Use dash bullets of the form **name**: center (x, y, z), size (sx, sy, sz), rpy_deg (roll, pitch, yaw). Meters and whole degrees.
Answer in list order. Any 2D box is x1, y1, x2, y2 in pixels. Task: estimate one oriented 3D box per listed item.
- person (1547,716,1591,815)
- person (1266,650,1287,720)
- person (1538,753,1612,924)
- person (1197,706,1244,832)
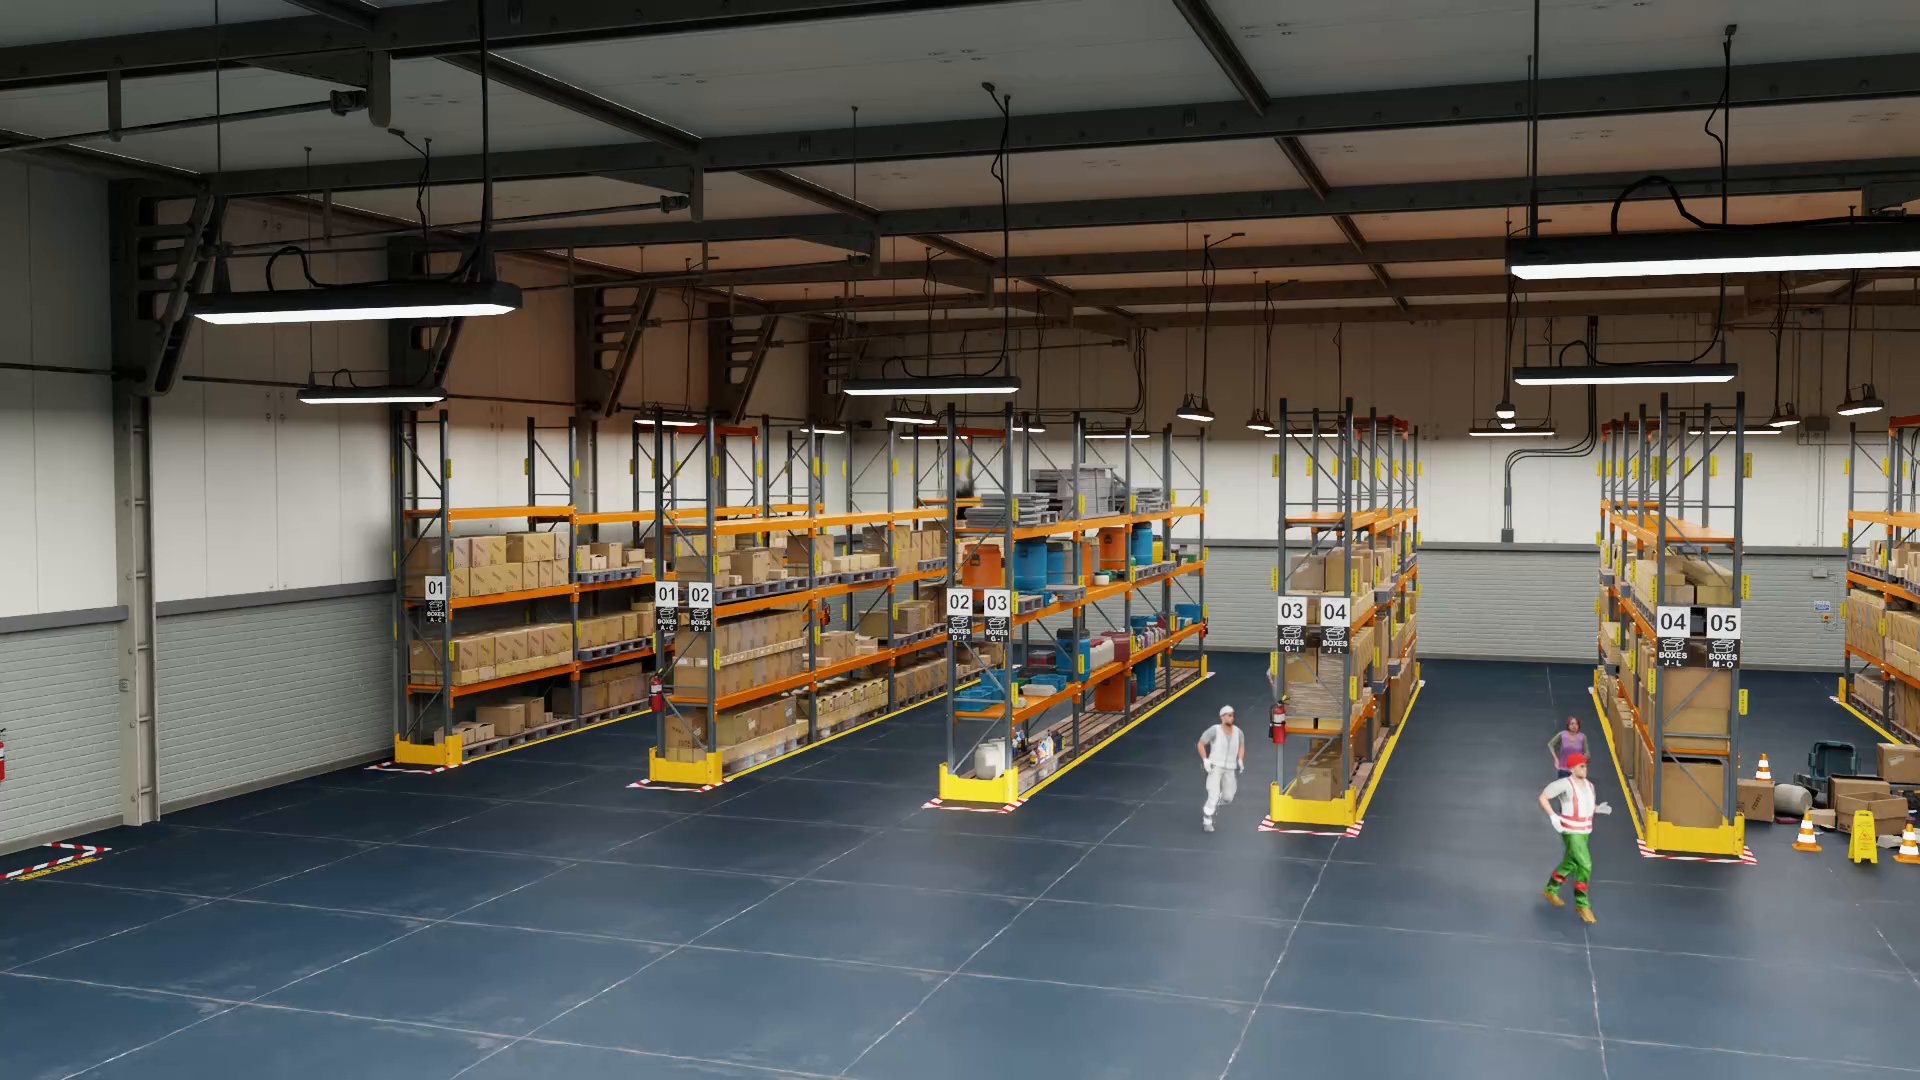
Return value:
- **person**: center (8.446, 3.228, 23.033), size (0.541, 1.598, 0.661), rpy_deg (0, 2, 11)
- **person**: center (6.182, 2.850, 32.061), size (0.547, 1.571, 0.540), rpy_deg (1, 3, 16)
- **person**: center (6.874, 3.307, 18.623), size (0.635, 1.850, 0.811), rpy_deg (-2, 3, -36)
- **person**: center (3.640, 3.156, 23.053), size (0.709, 1.723, 0.560), rpy_deg (0, 2, -11)
